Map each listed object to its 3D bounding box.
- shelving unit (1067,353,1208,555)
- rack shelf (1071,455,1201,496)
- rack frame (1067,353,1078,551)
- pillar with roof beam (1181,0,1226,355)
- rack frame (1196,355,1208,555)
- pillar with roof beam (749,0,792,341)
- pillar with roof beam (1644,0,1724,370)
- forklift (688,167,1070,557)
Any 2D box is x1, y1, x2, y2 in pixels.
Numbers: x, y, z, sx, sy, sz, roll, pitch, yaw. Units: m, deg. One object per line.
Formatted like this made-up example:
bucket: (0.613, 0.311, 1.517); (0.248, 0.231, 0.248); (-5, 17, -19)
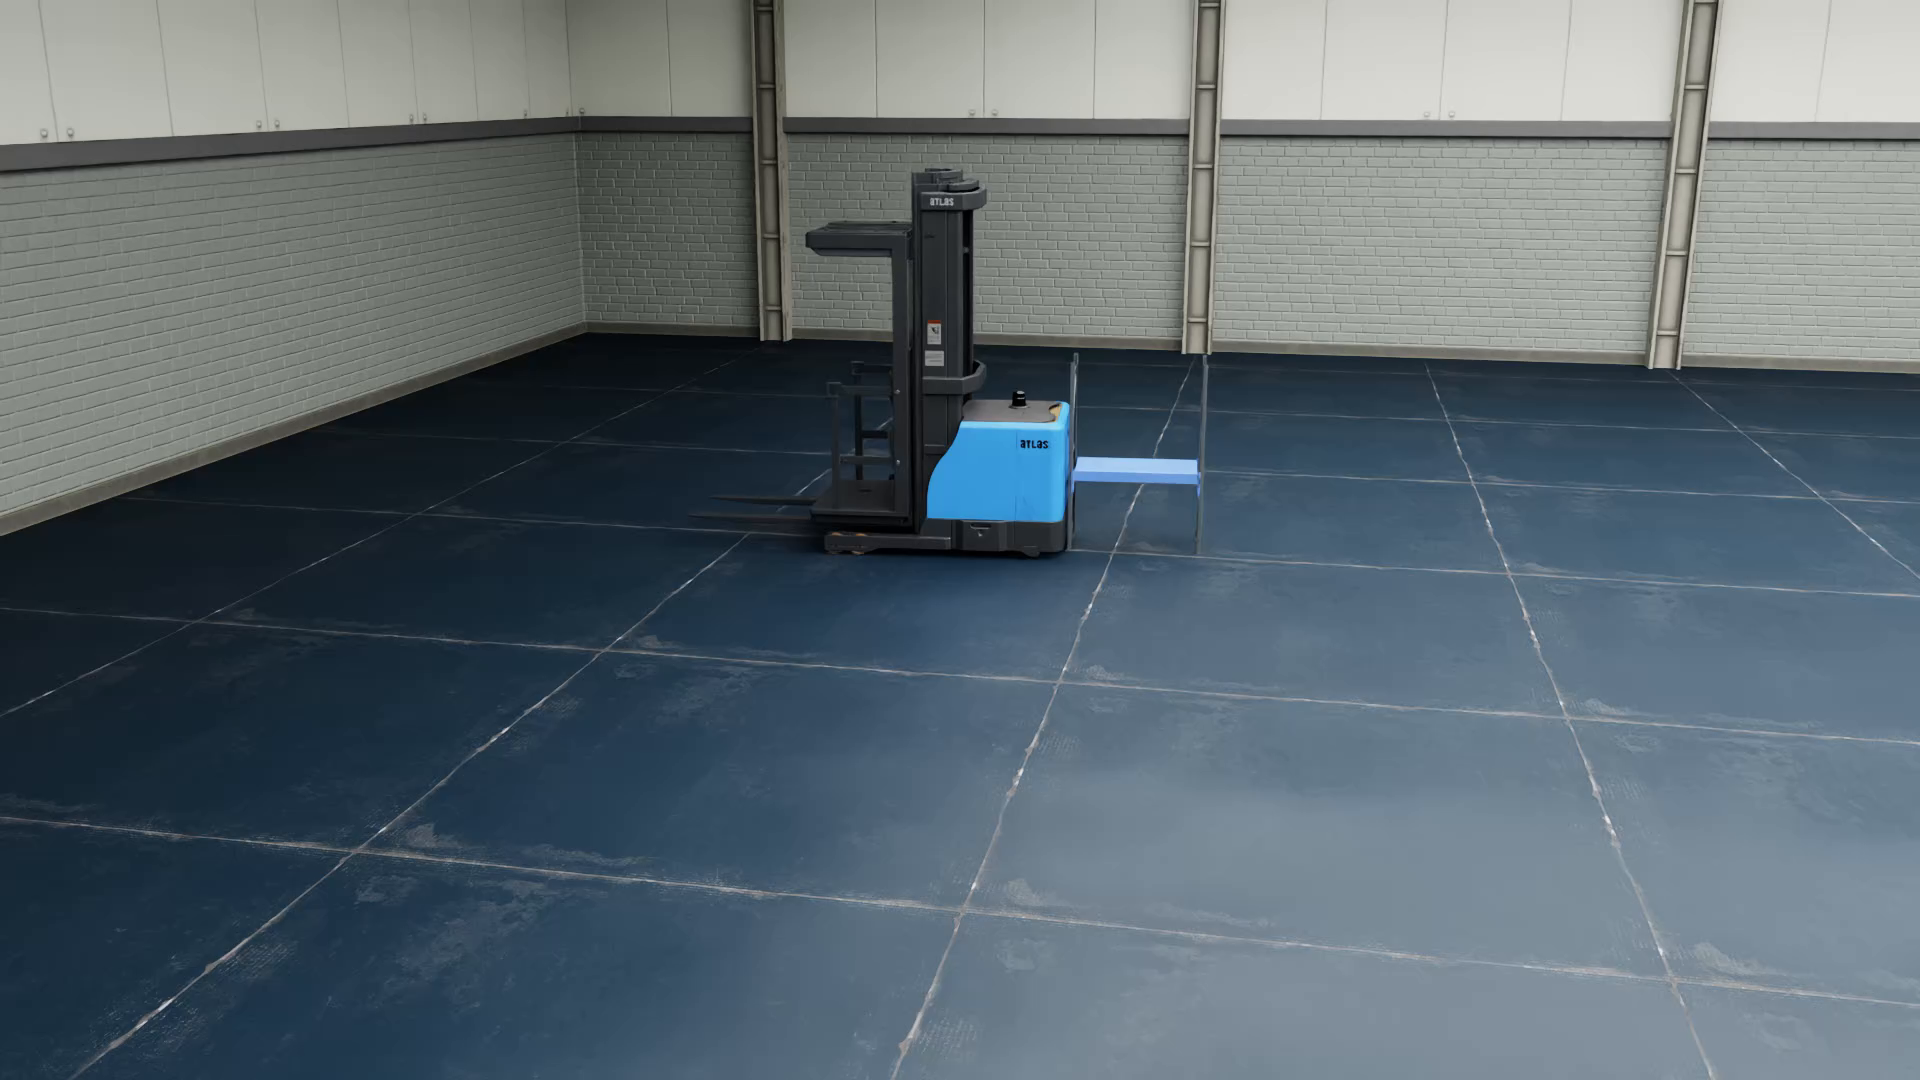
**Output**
shelving unit: (1.401, -0.688, 13.167); (1.048, 1.500, 0.538); (2, 16, 7)
rack shelf: (1.401, -0.515, 13.215); (1.000, 0.185, 0.538); (2, 16, 7)
rack frame: (0.897, -0.705, 13.227); (0.032, 1.500, 0.500); (2, 16, 7)
pillar with roof beam: (2.382, -5.776, 17.486); (0.400, 9.000, 9.100); (3, 16, 11)
rack frame: (1.906, -0.672, 13.107); (0.032, 1.500, 0.500); (2, 16, 7)
pillar with roof beam: (-3.498, -6.095, 18.638); (0.400, 9.000, 9.100); (3, 16, 11)
pillar with roof beam: (8.262, -5.457, 16.334); (0.400, 9.000, 9.100); (3, 16, 11)
forklift: (-0.642, -1.434, 13.177); (3.031, 2.935, 1.130); (2, 16, 7)
